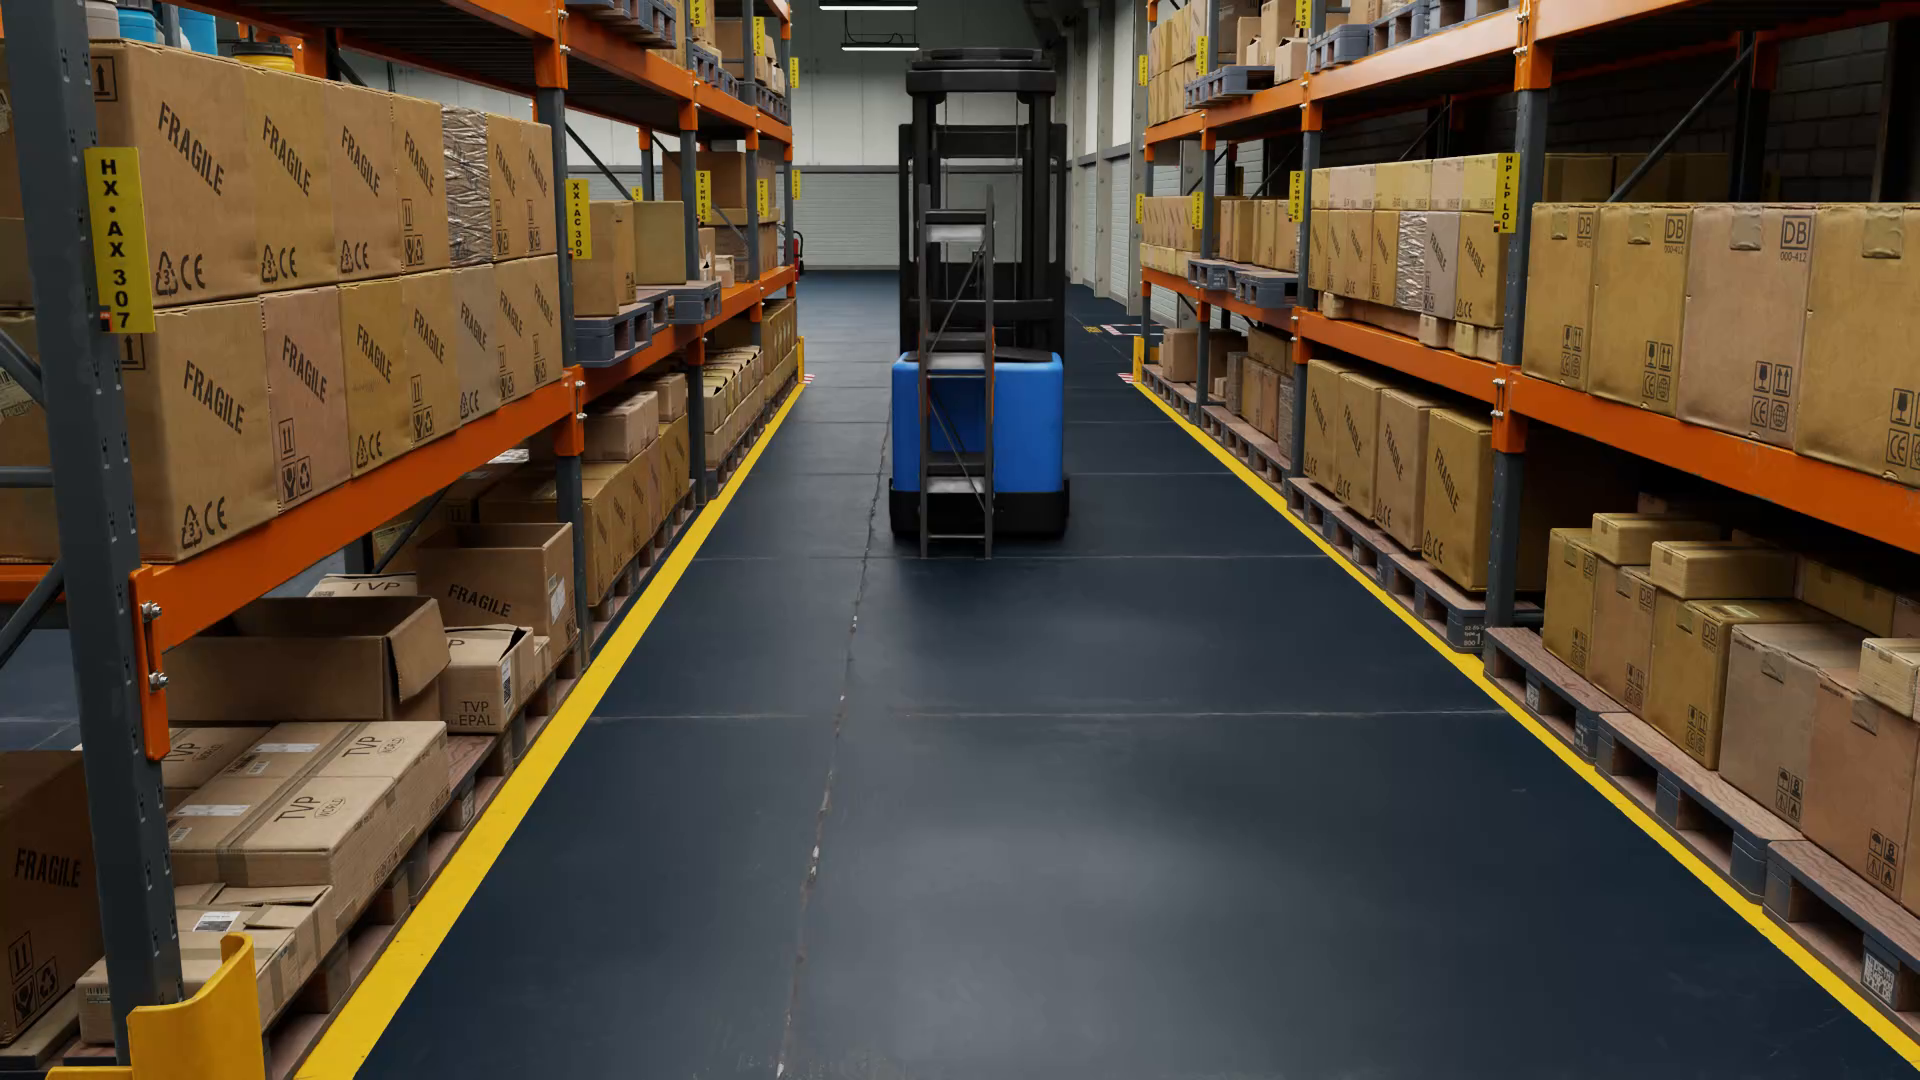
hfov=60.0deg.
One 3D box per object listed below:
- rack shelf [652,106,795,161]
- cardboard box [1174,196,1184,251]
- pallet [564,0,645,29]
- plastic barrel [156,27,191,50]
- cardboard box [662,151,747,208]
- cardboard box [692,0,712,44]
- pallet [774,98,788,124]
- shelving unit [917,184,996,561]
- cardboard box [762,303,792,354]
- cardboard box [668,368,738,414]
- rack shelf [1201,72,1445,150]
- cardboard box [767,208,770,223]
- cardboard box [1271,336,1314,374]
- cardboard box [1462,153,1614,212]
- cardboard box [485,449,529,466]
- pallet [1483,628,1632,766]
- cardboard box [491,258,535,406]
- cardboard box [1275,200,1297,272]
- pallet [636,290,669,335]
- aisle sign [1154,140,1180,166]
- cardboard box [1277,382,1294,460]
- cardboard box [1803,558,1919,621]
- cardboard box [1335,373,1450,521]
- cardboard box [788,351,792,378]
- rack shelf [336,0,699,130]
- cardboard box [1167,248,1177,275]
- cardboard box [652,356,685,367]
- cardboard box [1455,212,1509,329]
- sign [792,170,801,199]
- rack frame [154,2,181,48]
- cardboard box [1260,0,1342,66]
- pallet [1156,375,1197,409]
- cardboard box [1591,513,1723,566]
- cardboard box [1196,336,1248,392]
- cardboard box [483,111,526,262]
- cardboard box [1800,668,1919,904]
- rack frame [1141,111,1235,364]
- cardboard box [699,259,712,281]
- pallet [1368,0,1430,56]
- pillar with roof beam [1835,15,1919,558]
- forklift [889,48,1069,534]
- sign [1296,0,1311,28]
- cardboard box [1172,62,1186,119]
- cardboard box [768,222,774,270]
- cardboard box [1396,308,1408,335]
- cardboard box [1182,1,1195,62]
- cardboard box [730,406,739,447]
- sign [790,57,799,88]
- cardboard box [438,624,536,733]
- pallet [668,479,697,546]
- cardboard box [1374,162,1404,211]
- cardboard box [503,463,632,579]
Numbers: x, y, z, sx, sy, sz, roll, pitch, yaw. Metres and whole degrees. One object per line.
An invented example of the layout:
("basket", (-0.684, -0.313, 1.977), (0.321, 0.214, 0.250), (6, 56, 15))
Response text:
("rack shelf", (-2.334, -4.007, 16.531), (1.077, 0.370, 4.000), (0, 11, -1))
("cardboard box", (2.325, -3.009, 15.786), (0.500, 0.500, 0.500), (0, 11, -1))
("pallet", (-2.070, -2.410, 7.320), (1.213, 0.211, 1.003), (0, 11, -1))
("plastic barrel", (-7.057, -4.289, 14.776), (0.421, 0.512, 0.421), (0, 11, 0))
("cardboard box", (-2.308, -3.265, 15.094), (0.700, 0.500, 0.500), (0, 11, -1))
("cardboard box", (-2.284, -4.226, 13.236), (0.500, 0.500, 0.500), (1, 12, 4))
("pallet", (-2.386, -4.573, 17.735), (1.003, 0.211, 1.213), (0, 11, -1))
("shelving unit", (-0.014, -0.959, 9.503), (0.431, 2.100, 0.503), (0, 11, 2))
("cardboard box", (-2.031, -2.209, 17.375), (0.500, 0.500, 0.500), (0, 11, -1))
("cardboard box", (-1.954, -1.141, 12.588), (0.500, 0.311, 0.500), (-1, 11, -3))
("rack shelf", (2.702, -3.233, 12.716), (1.077, 0.370, 4.000), (0, 11, -1))
("cardboard box", (-2.148, -3.321, 17.004), (0.380, 0.149, 0.250), (0, 11, 0))
("cardboard box", (2.711, -1.435, 12.881), (0.500, 0.250, 0.500), (0, 11, -1))
("cardboard box", (2.560, -1.587, 7.400), (0.500, 0.250, 0.500), (0, 11, 0))
("cardboard box", (-2.436, -0.187, 8.618), (0.500, 0.500, 0.500), (0, 11, 0))
("pallet", (2.763, 0.595, 6.594), (1.003, 0.211, 1.213), (0, 11, -1))
("cardboard box", (-1.848, -0.750, 5.960), (0.500, 0.500, 0.500), (0, 11, 0))
("cardboard box", (2.684, -2.187, 11.936), (0.700, 0.500, 0.500), (-1, 12, -7))
("pallet", (-2.165, -1.216, 8.992), (1.003, 0.211, 1.213), (0, 11, -1))
("aisle sign", (2.276, -4.595, 18.627), (0.394, 0.787, 0.004), (0, 11, -1))
("cardboard box", (2.676, -0.851, 11.892), (0.700, 0.500, 0.500), (0, 11, 0))
("cardboard box", (2.964, 0.157, 5.342), (0.380, 0.149, 0.250), (0, 11, -2))
("cardboard box", (2.639, -0.549, 9.573), (0.750, 0.750, 0.750), (0, 11, -1))
("cardboard box", (-2.034, -1.841, 17.450), (0.500, 0.250, 0.500), (0, 11, -1))
("rack shelf", (-2.168, -2.417, 8.692), (1.077, 0.370, 4.000), (0, 11, -1))
("cardboard box", (2.320, -2.741, 16.354), (0.500, 0.250, 0.500), (0, 11, -1))
("cardboard box", (-2.516, -1.339, 13.566), (0.500, 0.311, 0.500), (-1, 11, -3))
("cardboard box", (2.564, -1.218, 7.469), (0.500, 0.500, 0.500), (0, 11, -2))
("sign", (-1.832, -3.970, 18.576), (0.100, 0.325, 0.005), (0, 11, -1))
("rack frame", (-7.245, -5.412, 14.105), (1.000, 3.000, 0.127), (0, 11, -1))
("cardboard box", (2.617, -3.884, 12.806), (0.500, 0.500, 0.500), (-1, 11, -3))
("pallet", (2.583, -1.523, 17.035), (1.003, 0.211, 1.213), (0, 11, -1))
("cardboard box", (2.563, -0.004, 6.132), (0.380, 0.149, 0.250), (0, 11, 1))
("cardboard box", (2.599, -1.710, 16.123), (0.500, 0.500, 0.500), (-1, 12, -5))
("cardboard box", (-1.844, -1.239, 5.858), (0.500, 0.500, 0.500), (0, 11, -2))
("cardboard box", (2.783, 0.653, 4.525), (0.700, 0.500, 0.500), (0, 11, -1))
("rack frame", (2.578, -3.308, 18.821), (1.000, 3.000, 0.127), (0, 11, -1))
("cardboard box", (-2.035, -1.832, 11.768), (0.500, 0.311, 0.500), (0, 11, -2))
("pallet", (2.835, -2.745, 8.978), (1.003, 0.211, 1.213), (0, 11, 1))
("pillar with roof beam", (-0.599, -3.710, 5.711), (9.100, 9.000, 0.400), (0, 11, -1))
("forklift", (0.156, -1.718, 11.154), (1.130, 2.935, 3.031), (0, 11, 2))
("sign", (2.200, -3.440, 10.624), (0.100, 0.325, 0.005), (0, 11, -1))
("cardboard box", (2.356, -4.352, 16.120), (0.500, 0.500, 0.500), (-1, 11, -3))
("cardboard box", (-2.363, -3.139, 17.735), (0.700, 0.500, 0.500), (0, 11, 0))
("cardboard box", (2.559, -1.181, 8.918), (0.380, 0.149, 0.250), (0, 11, 1))
("cardboard box", (2.357, -4.740, 15.517), (0.500, 0.500, 0.500), (0, 11, 2))
("cardboard box", (-1.955, -0.864, 12.631), (0.500, 0.250, 0.500), (-1, 11, -3))
("sign", (-1.832, -5.152, 18.336), (0.100, 0.325, 0.005), (0, 11, -1))
("cardboard box", (-1.816, 0.462, 5.896), (0.500, 0.311, 0.500), (0, 11, -1))
("pallet", (-2.232, -0.182, 10.424), (1.003, 0.211, 1.213), (0, 11, -1))
("cardboard box", (2.537, -1.891, 8.900), (0.500, 0.250, 0.500), (0, 11, -2))
("cardboard box", (-1.916, -0.095, 8.165), (0.500, 0.500, 0.500), (0, 11, 0))
